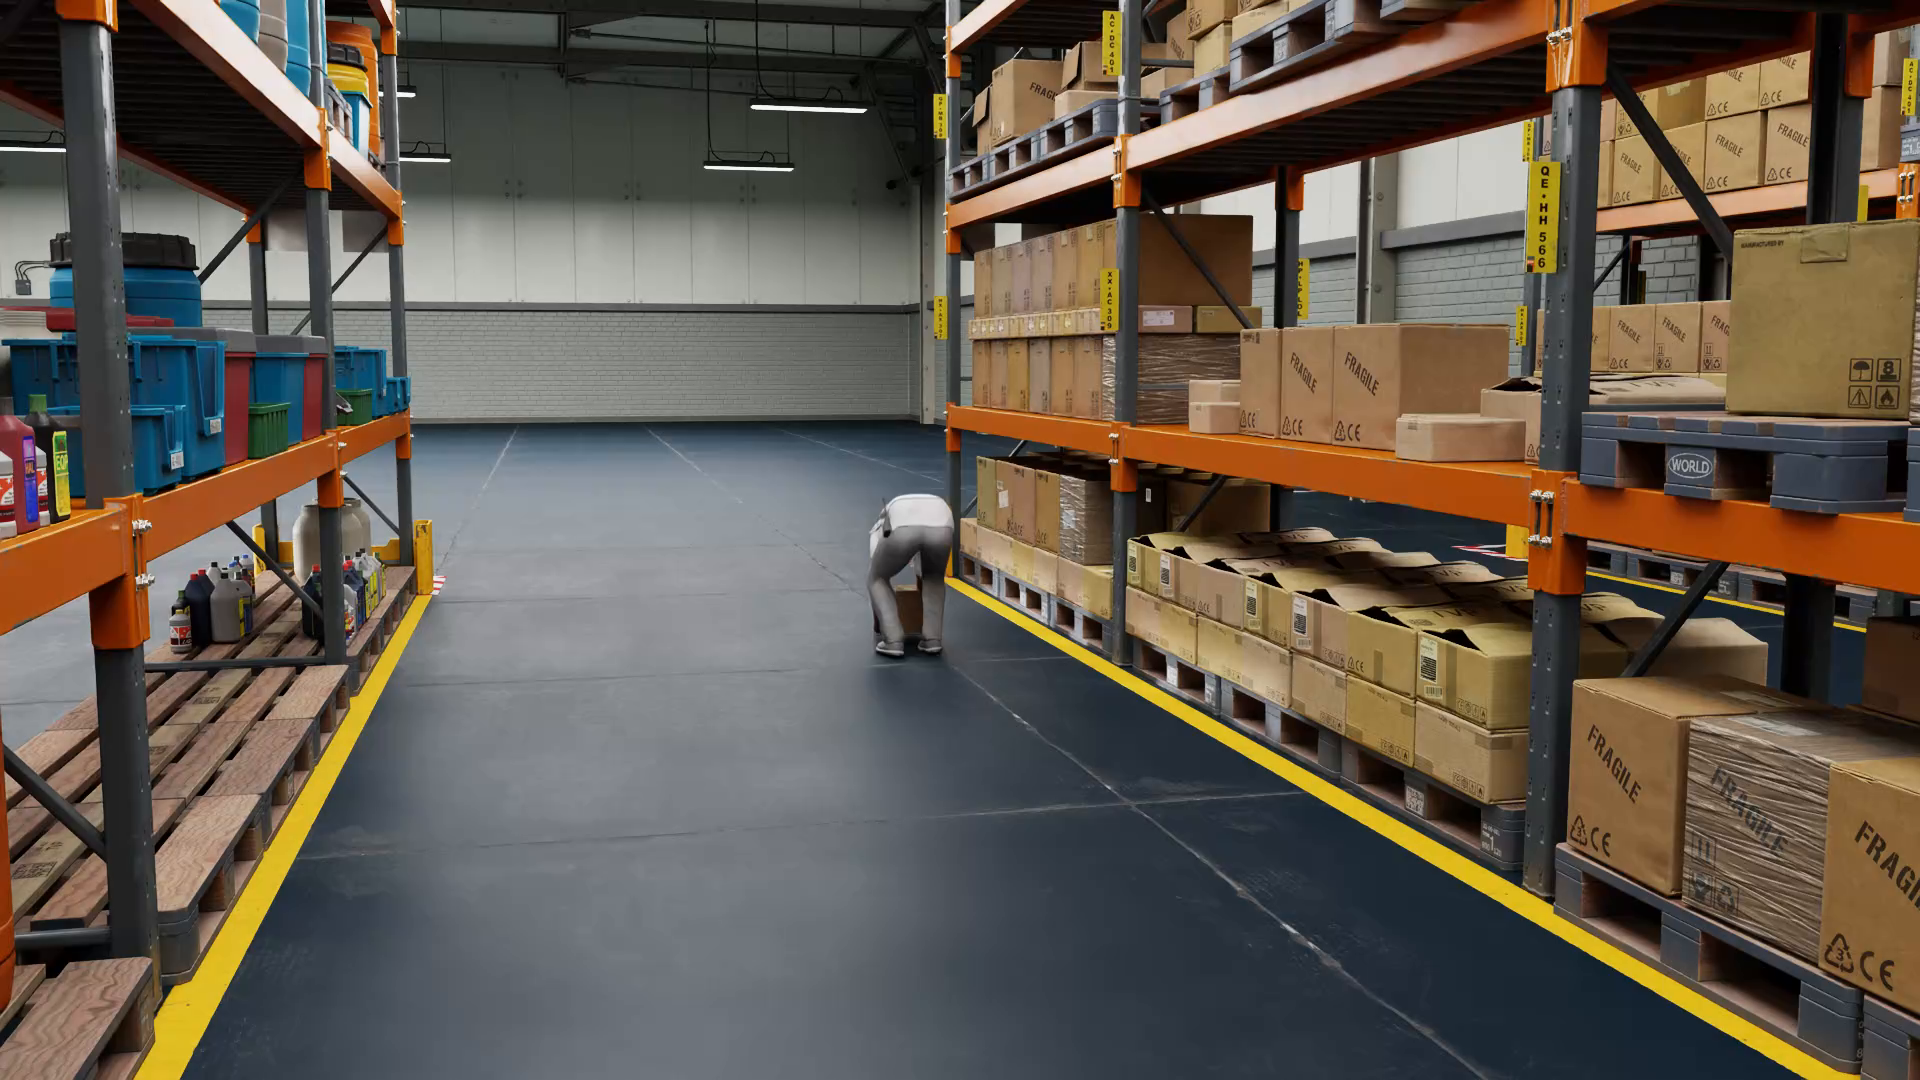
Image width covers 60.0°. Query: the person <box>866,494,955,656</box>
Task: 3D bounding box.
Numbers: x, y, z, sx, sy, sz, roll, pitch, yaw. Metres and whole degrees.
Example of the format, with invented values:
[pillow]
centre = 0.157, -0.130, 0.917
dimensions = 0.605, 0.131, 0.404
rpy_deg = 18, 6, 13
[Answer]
[person]
centre = -0.317, 0.179, 9.533
dimensions = 0.460, 0.907, 0.903
rpy_deg = -2, 7, -16
